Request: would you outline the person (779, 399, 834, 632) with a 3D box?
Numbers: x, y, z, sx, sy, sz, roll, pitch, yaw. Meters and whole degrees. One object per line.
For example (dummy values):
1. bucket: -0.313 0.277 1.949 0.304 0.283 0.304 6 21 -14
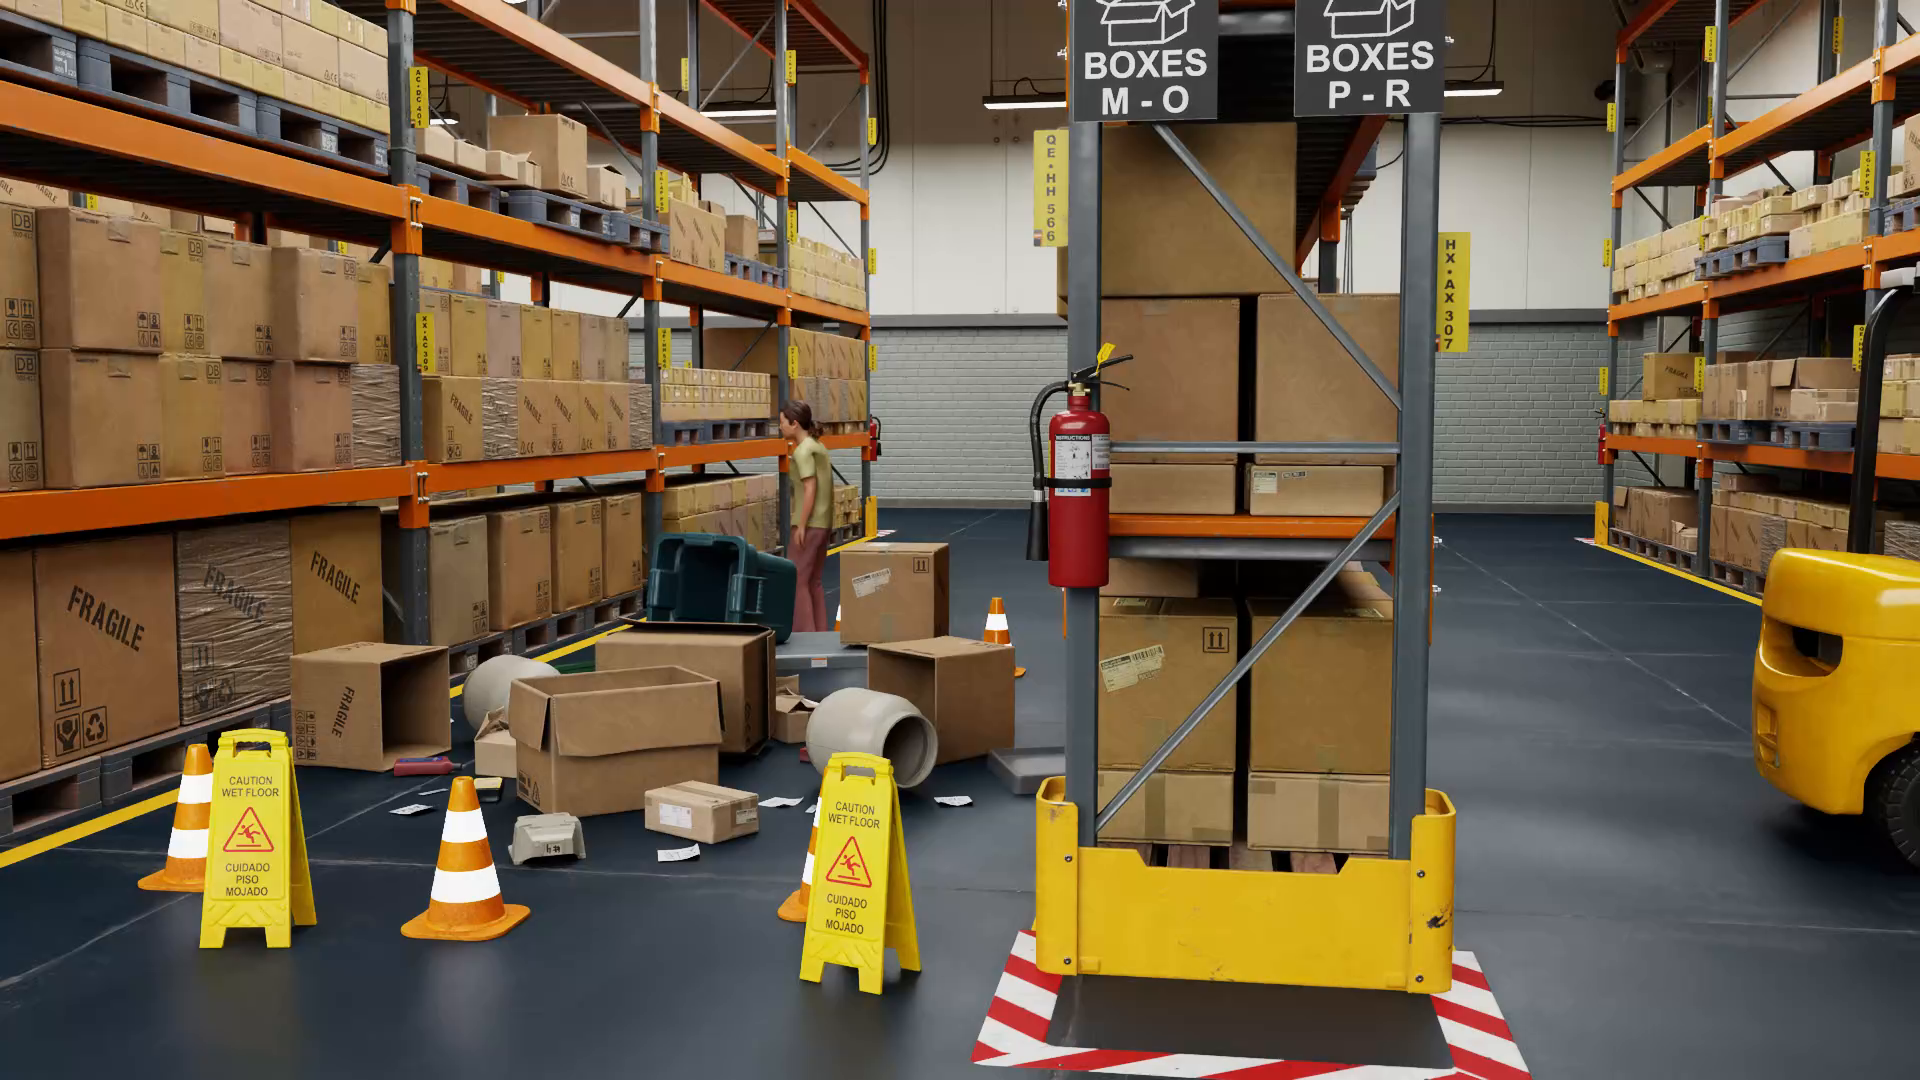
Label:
1. person: -1.024 -0.069 10.737 0.416 1.671 0.502 0 5 6
